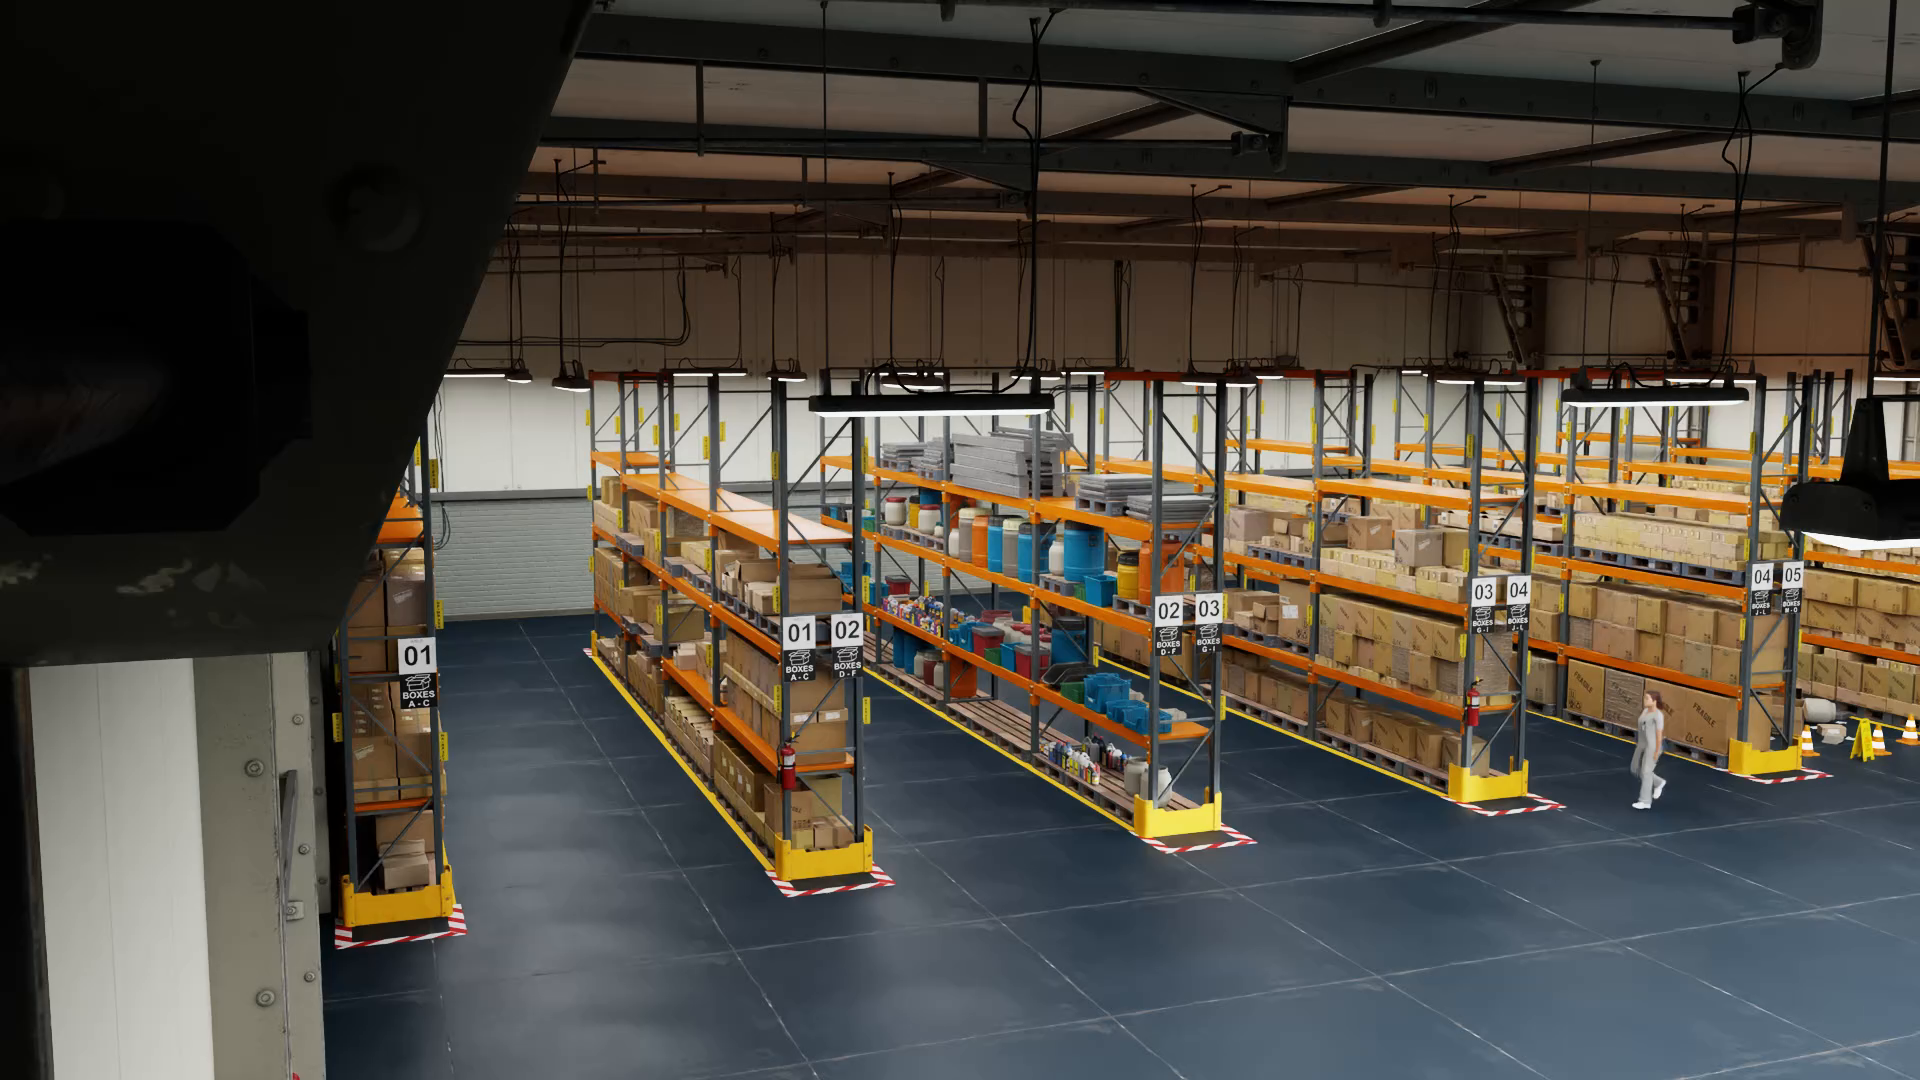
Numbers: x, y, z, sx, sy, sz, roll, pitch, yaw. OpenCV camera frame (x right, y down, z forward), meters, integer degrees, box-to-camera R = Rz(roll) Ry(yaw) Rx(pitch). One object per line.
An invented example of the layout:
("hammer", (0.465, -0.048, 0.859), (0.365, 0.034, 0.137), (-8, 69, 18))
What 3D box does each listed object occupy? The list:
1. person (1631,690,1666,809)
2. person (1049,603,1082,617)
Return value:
("person", (9.670, 2.906, 23.201), (0.663, 1.654, 0.449), (-3, 7, -21))
("person", (2.156, 1.593, 33.644), (0.752, 1.664, 0.640), (-1, 6, -8))
